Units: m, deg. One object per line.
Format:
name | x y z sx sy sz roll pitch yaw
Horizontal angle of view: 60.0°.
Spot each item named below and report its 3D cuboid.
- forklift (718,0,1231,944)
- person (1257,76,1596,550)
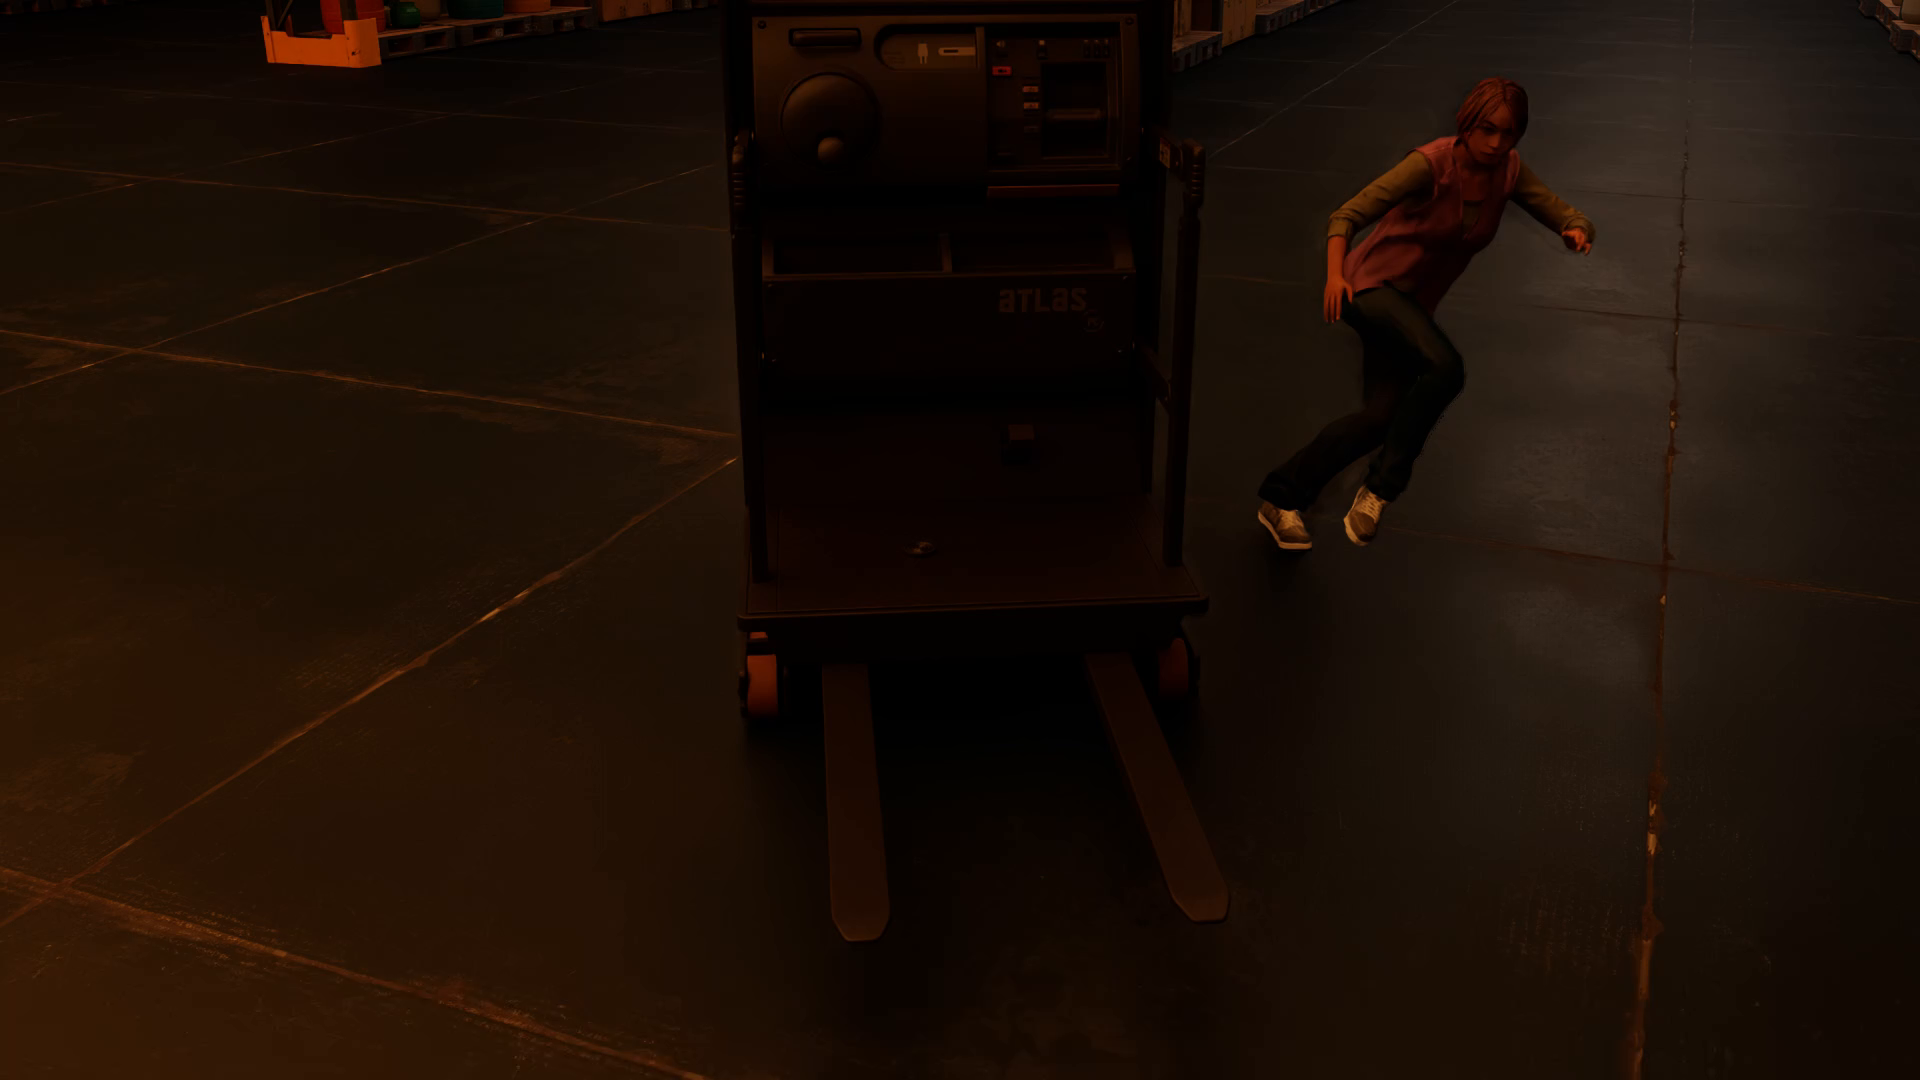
forklift | -0.006 -1.049 3.801 1.130 2.935 3.031 -2 23 -5
person | 1.351 -0.621 4.800 0.837 1.372 0.806 -14 27 -31
